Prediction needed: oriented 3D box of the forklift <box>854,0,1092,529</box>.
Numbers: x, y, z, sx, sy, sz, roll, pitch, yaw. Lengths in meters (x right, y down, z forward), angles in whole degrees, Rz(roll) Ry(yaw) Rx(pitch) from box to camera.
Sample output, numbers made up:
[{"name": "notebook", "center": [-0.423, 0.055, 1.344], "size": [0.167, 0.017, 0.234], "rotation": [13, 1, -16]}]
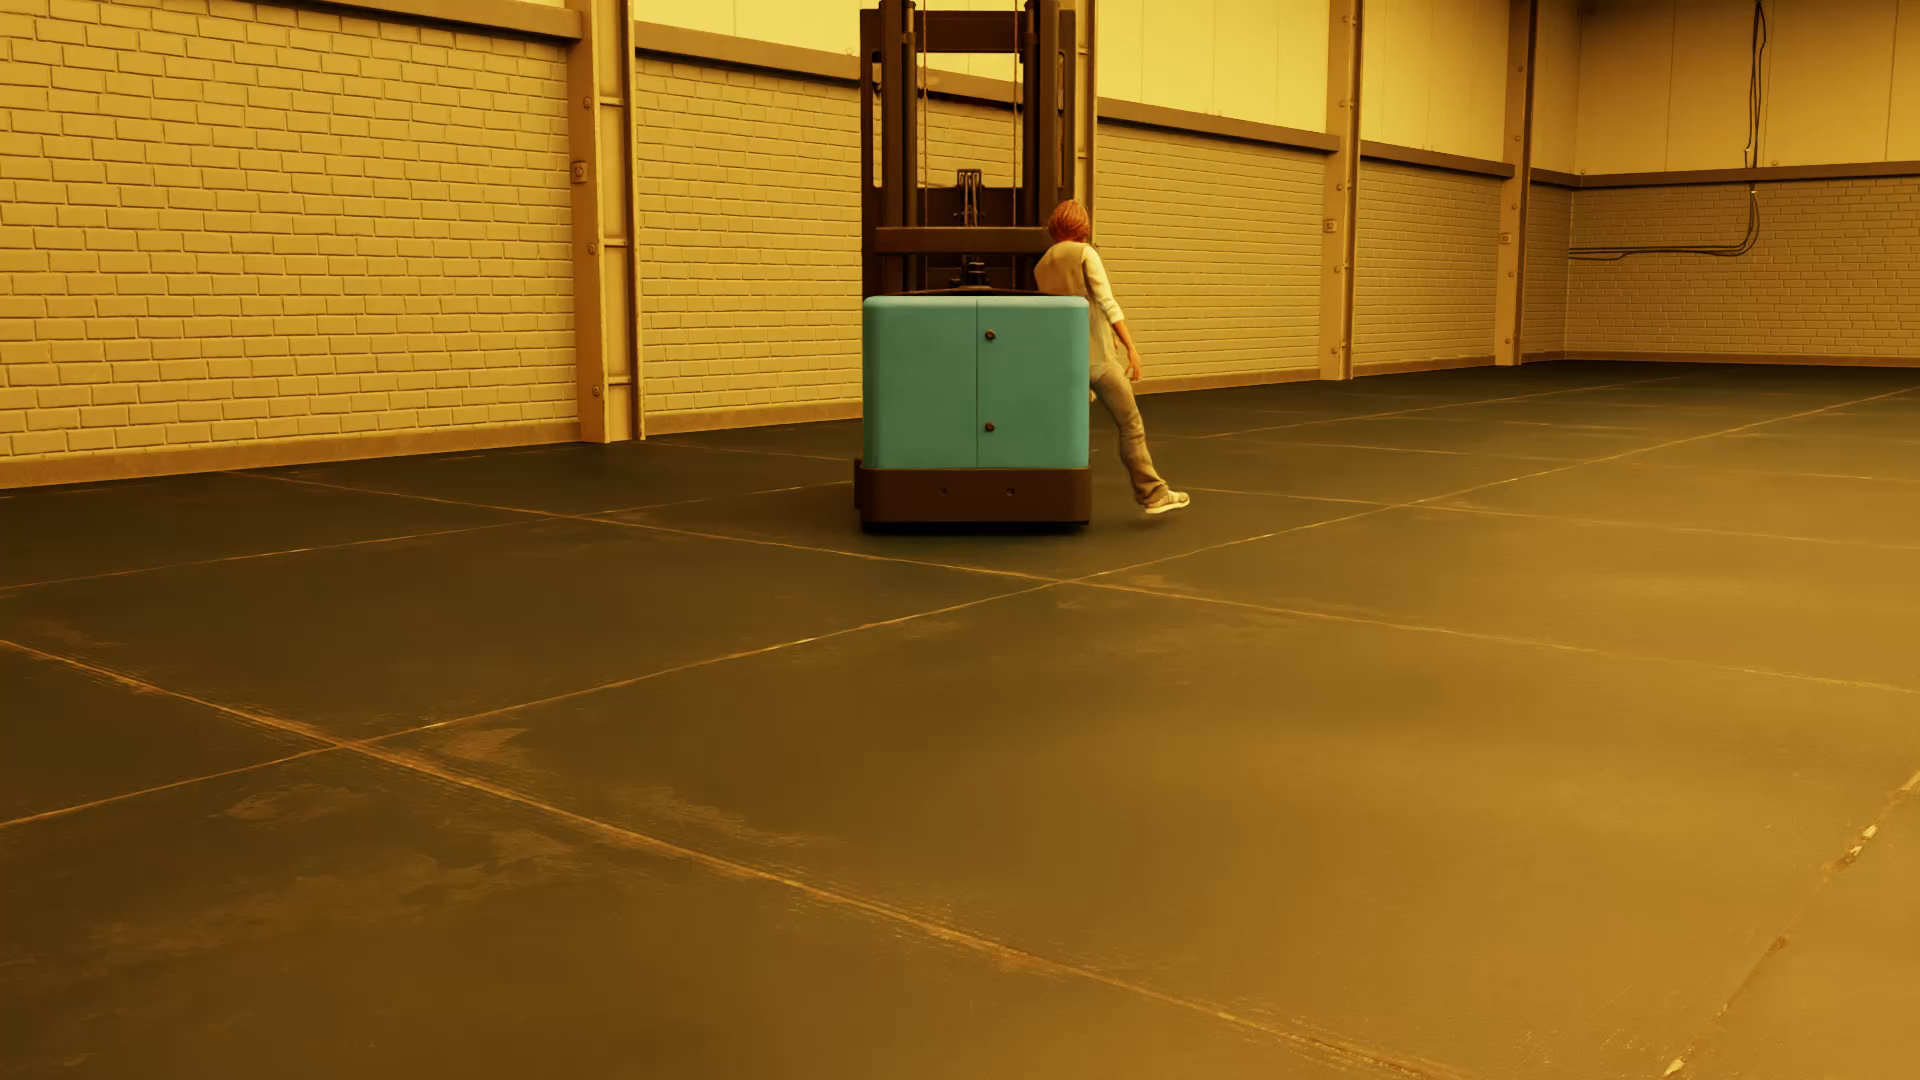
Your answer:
[{"name": "forklift", "center": [0.031, -1.678, 8.751], "size": [1.130, 2.935, 3.031], "rotation": [0, 8, -2]}]

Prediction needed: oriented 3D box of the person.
[{"name": "person", "center": [0.644, -0.865, 7.939], "size": [0.683, 1.488, 0.805], "rotation": [7, 11, 40]}]
